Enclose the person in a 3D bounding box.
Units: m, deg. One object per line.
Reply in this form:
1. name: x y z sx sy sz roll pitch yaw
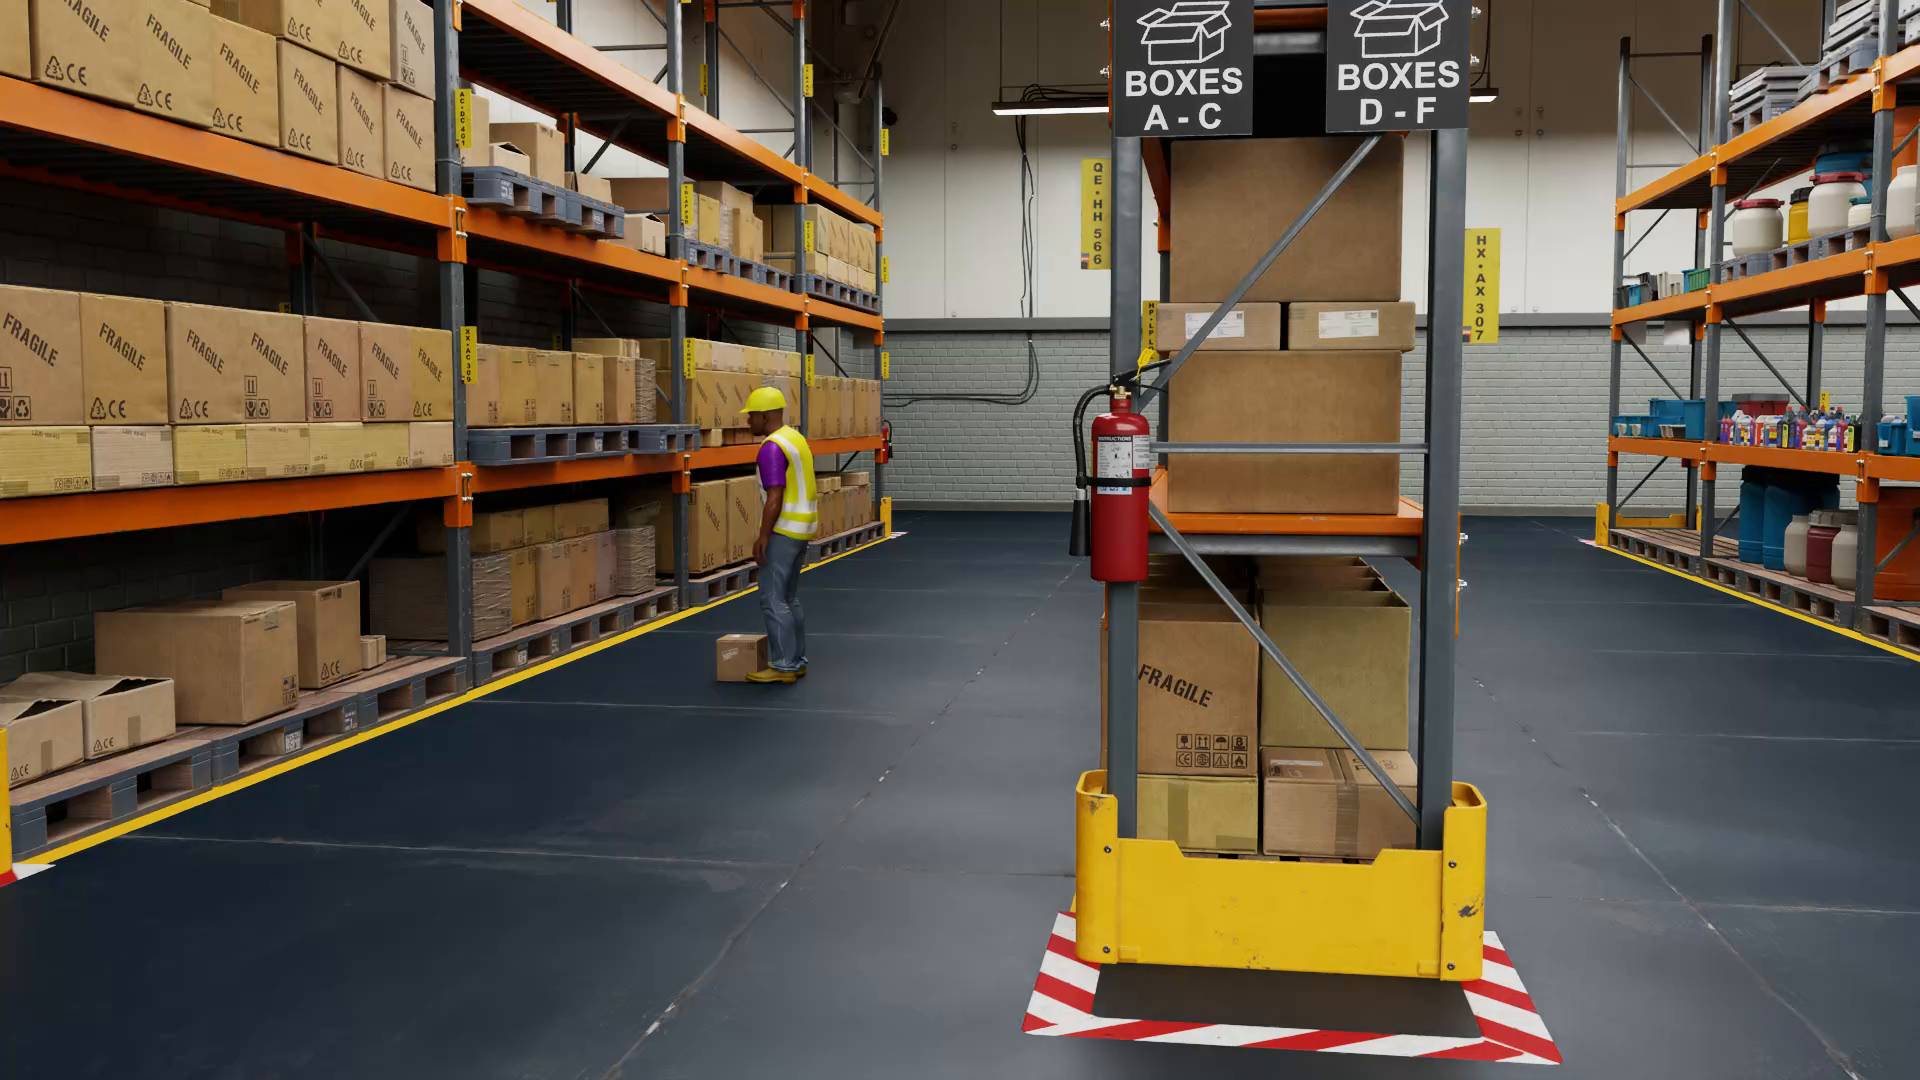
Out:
1. person: -1.091 -0.034 9.993 0.458 1.757 0.628 1 5 10
